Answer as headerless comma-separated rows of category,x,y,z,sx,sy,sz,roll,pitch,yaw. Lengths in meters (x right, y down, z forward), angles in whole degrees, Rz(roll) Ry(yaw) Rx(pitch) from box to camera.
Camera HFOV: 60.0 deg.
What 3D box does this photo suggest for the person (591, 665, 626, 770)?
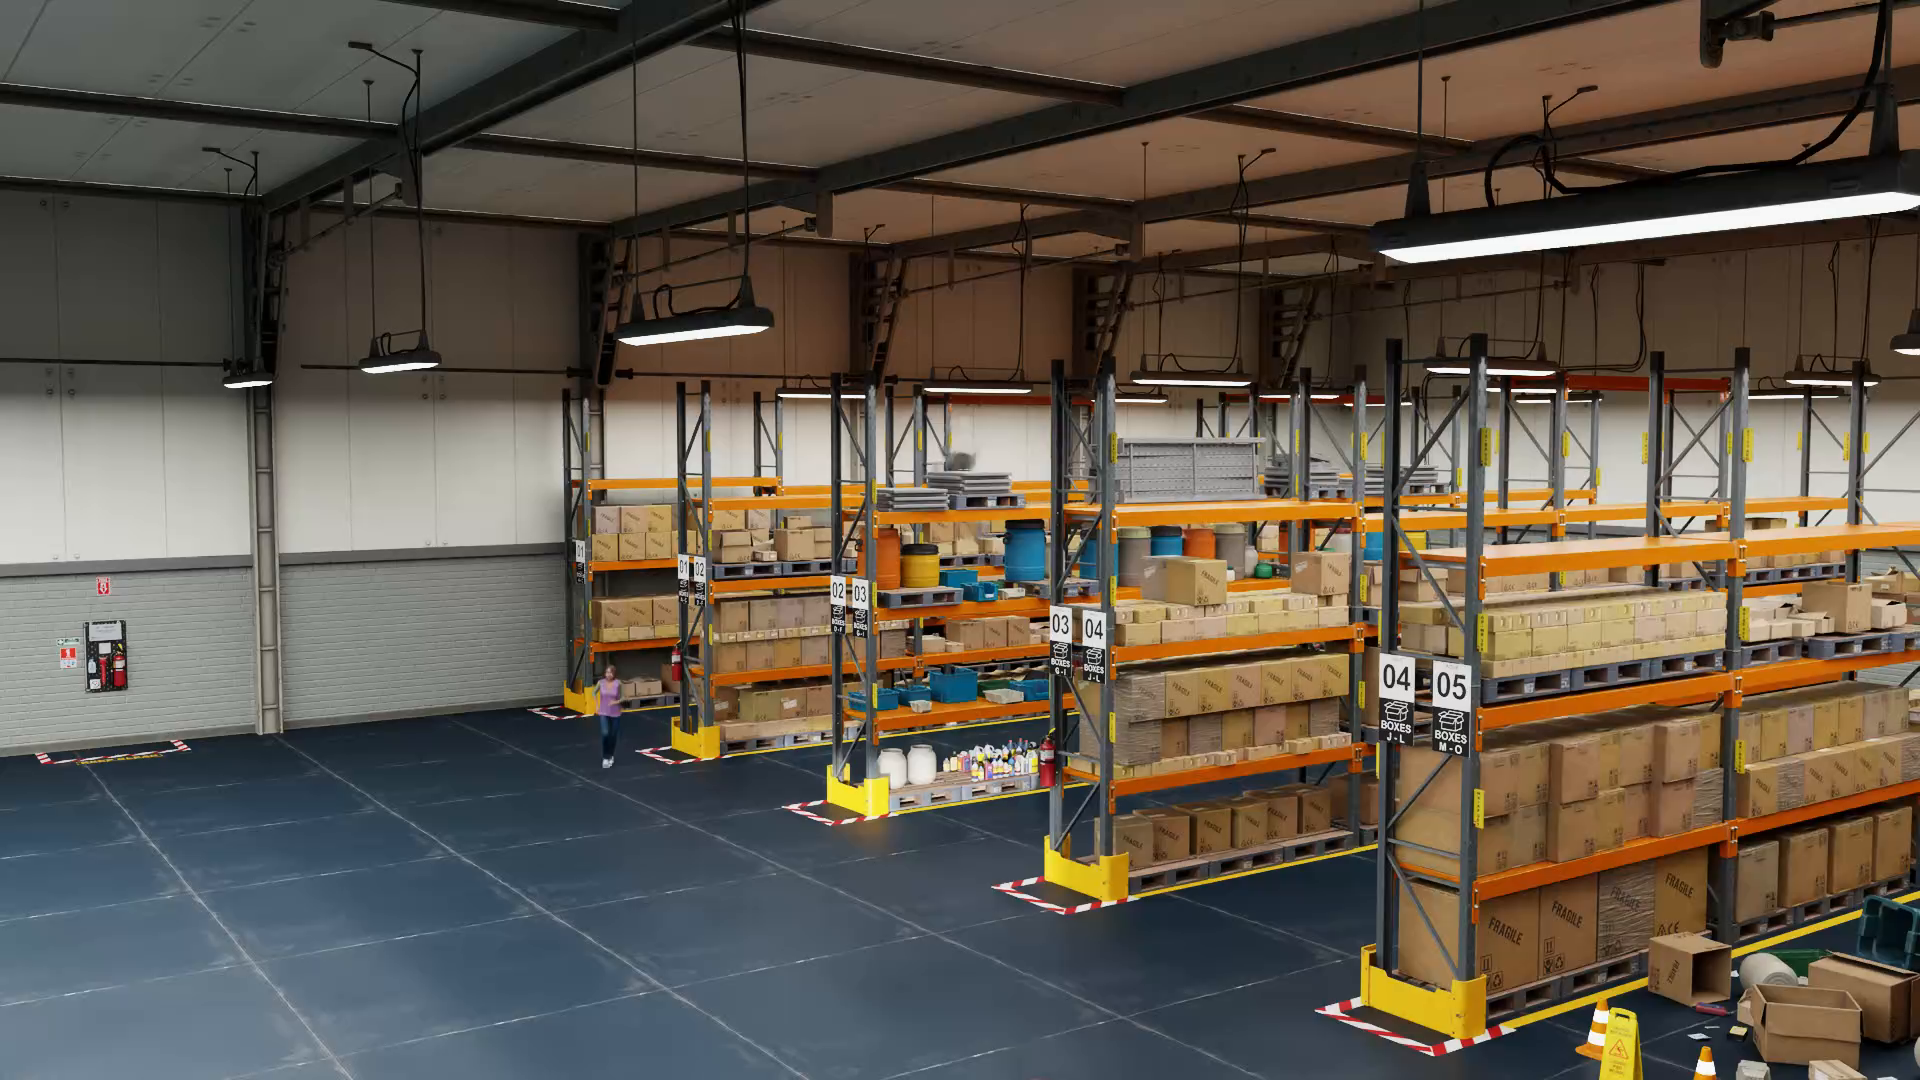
person,-5.413,2.727,25.636,0.520,1.622,0.644,-1,4,-13
